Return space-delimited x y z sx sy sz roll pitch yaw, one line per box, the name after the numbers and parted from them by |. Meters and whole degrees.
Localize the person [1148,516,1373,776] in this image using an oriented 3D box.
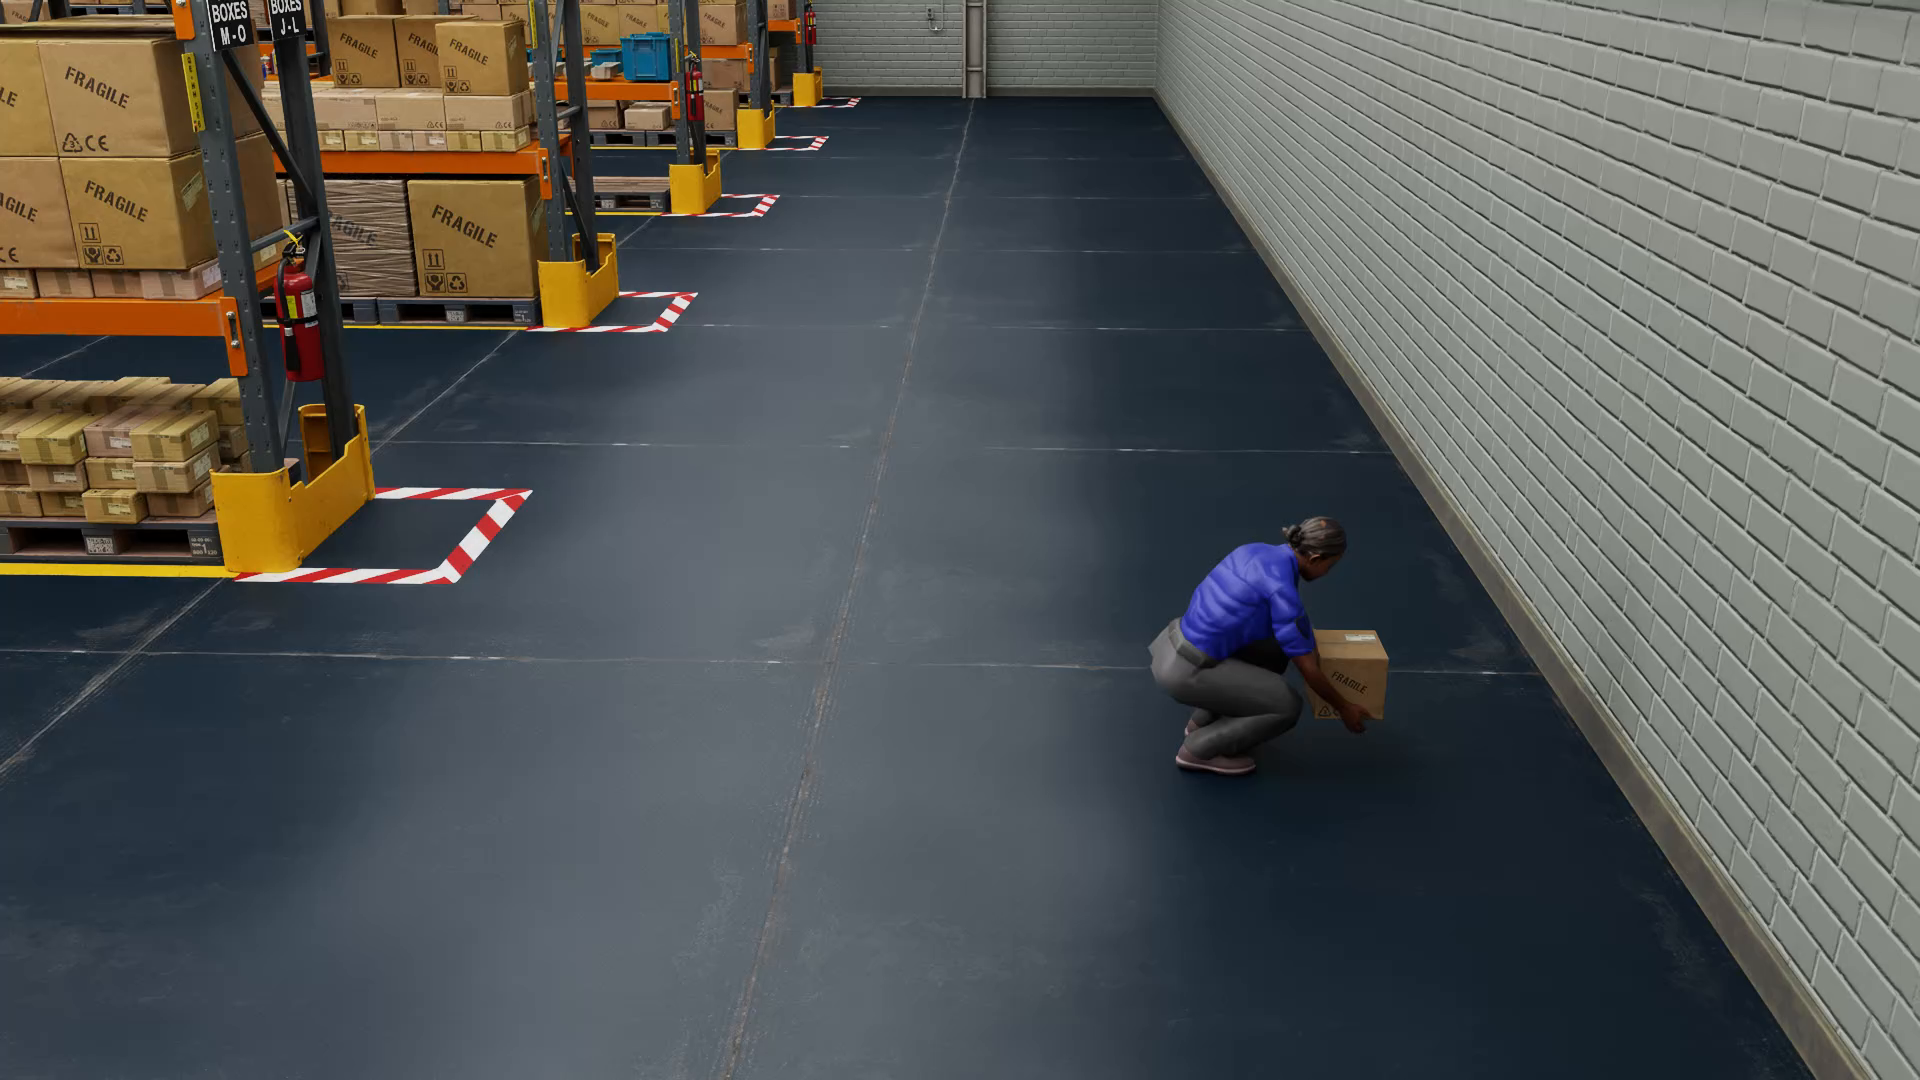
1.110 0.375 6.138 0.824 0.940 0.470 0 21 1 | person
